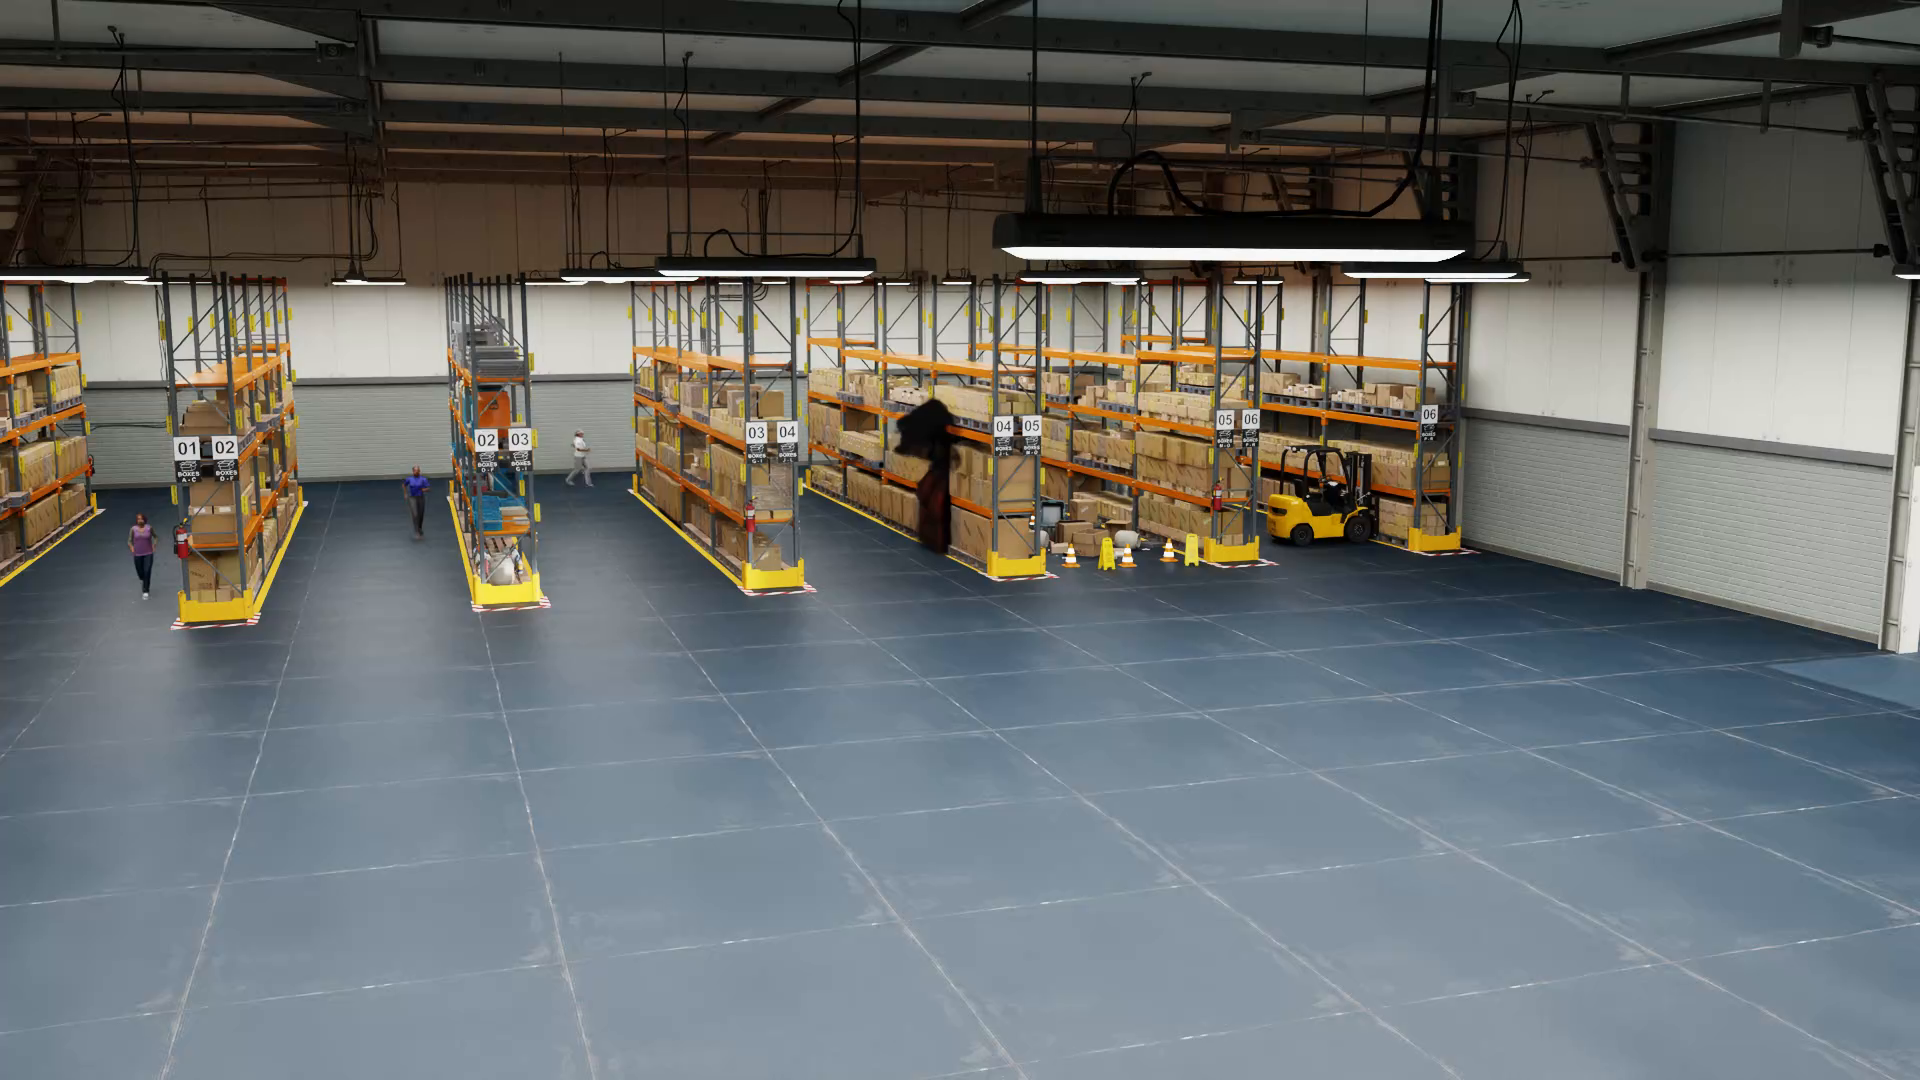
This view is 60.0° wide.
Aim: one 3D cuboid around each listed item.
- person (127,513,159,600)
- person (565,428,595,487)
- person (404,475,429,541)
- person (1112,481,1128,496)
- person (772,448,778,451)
[{"bbox_3d":[-15.254,0.286,31.083,0.537,1.583,0.744,-4,9,-23],"label":"person"},{"bbox_3d":[-11.034,-2.373,48.198,0.837,1.744,0.584,0,9,-1],"label":"person"},{"bbox_3d":[-12.489,-0.779,38.303,0.519,1.479,0.900,-4,10,-26],"label":"person"},{"bbox_3d":[4.391,-1.967,45.227,0.647,1.847,0.797,-3,9,-19],"label":"person"},{"bbox_3d":[-5.303,-2.395,48.242,0.760,1.703,0.745,1,9,9],"label":"person"}]
